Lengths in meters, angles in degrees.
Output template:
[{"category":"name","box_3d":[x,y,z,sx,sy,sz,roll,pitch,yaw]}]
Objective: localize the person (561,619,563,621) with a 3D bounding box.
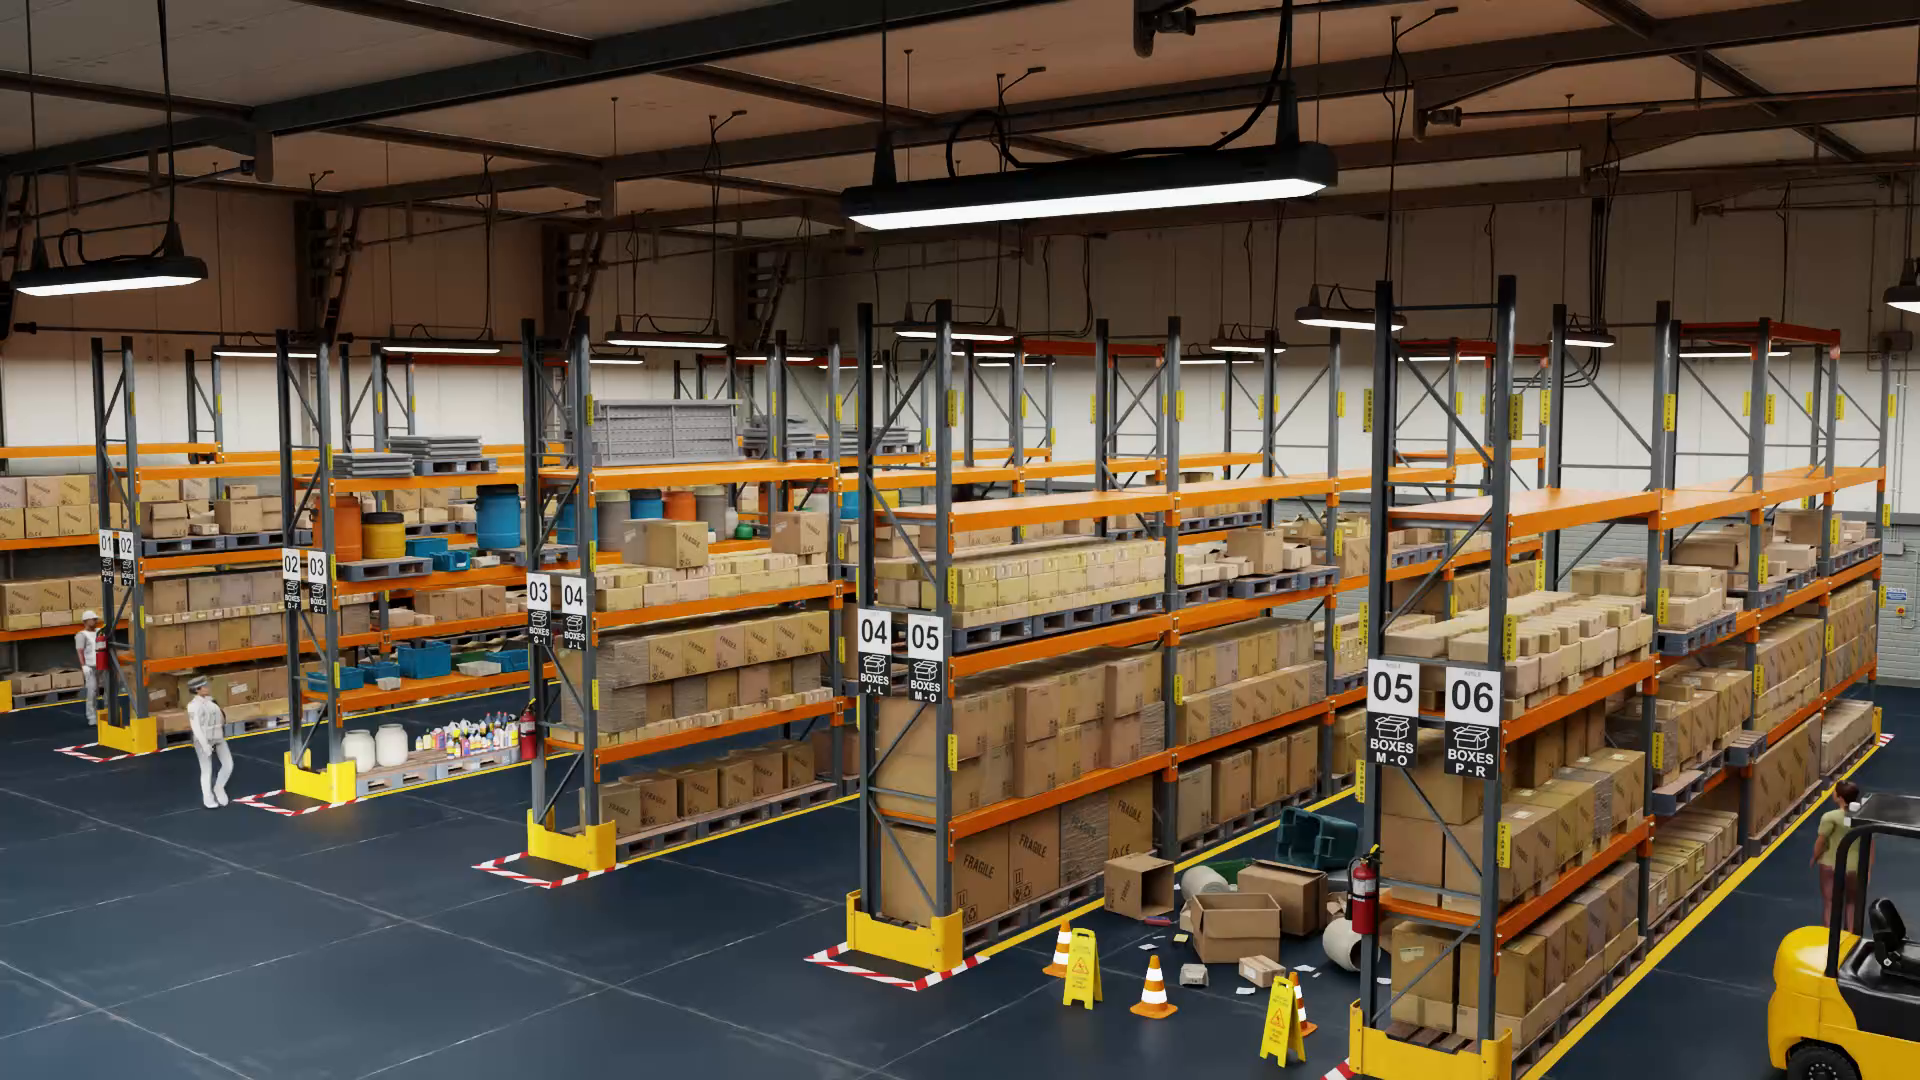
[{"category":"person","box_3d":[-7.901,1.361,33.593,0.574,1.804,0.635,1,5,6]}]

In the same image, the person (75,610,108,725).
[{"category":"person","box_3d":[-13.563,2.019,26.182,0.584,1.830,0.660,4,7,41]}]

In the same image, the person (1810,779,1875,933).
[{"category":"person","box_3d":[8.006,2.960,15.105,0.523,1.585,0.590,3,6,31]}]

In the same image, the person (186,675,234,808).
[{"category":"person","box_3d":[-9.372,2.509,20.723,0.468,1.676,0.474,5,7,44]}]
